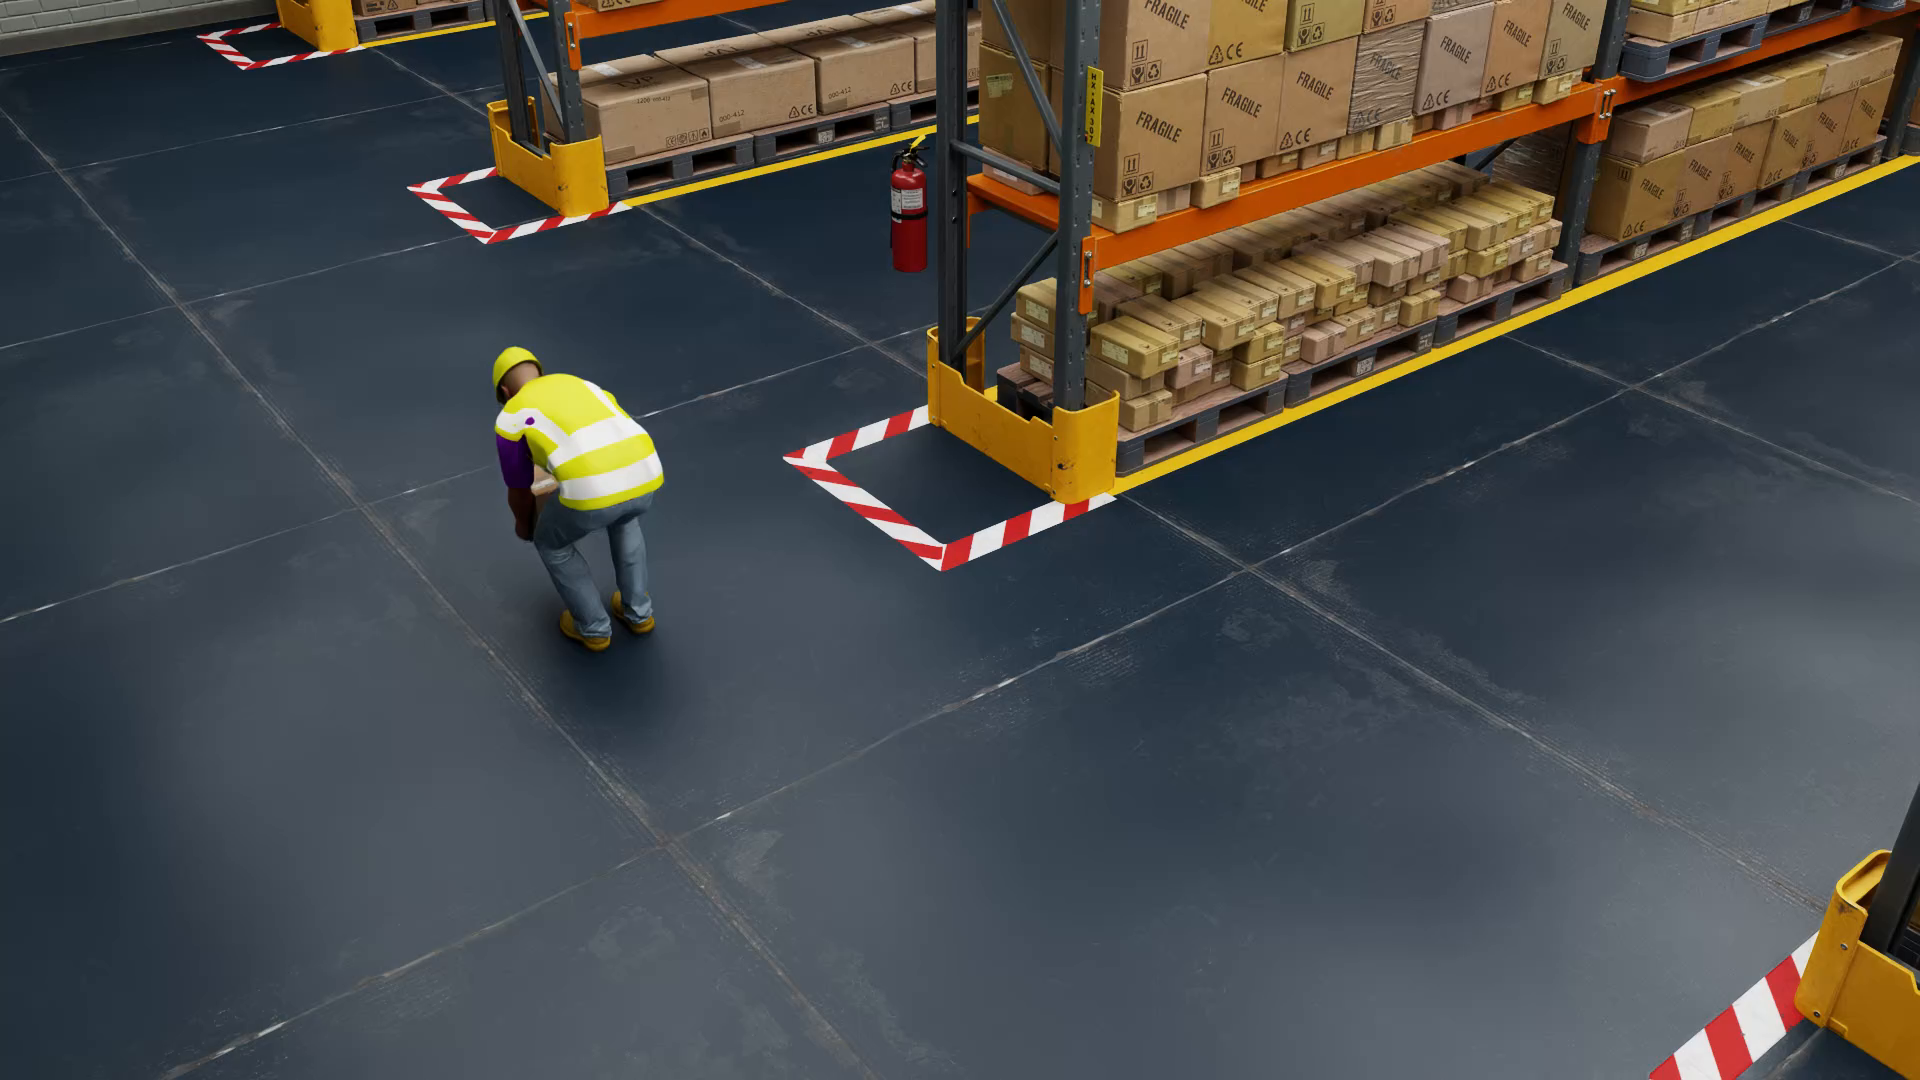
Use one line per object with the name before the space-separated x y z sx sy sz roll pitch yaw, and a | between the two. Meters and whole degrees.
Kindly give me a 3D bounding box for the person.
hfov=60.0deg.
person | -1.614 -0.161 6.958 0.504 1.142 0.960 -24 39 -33
